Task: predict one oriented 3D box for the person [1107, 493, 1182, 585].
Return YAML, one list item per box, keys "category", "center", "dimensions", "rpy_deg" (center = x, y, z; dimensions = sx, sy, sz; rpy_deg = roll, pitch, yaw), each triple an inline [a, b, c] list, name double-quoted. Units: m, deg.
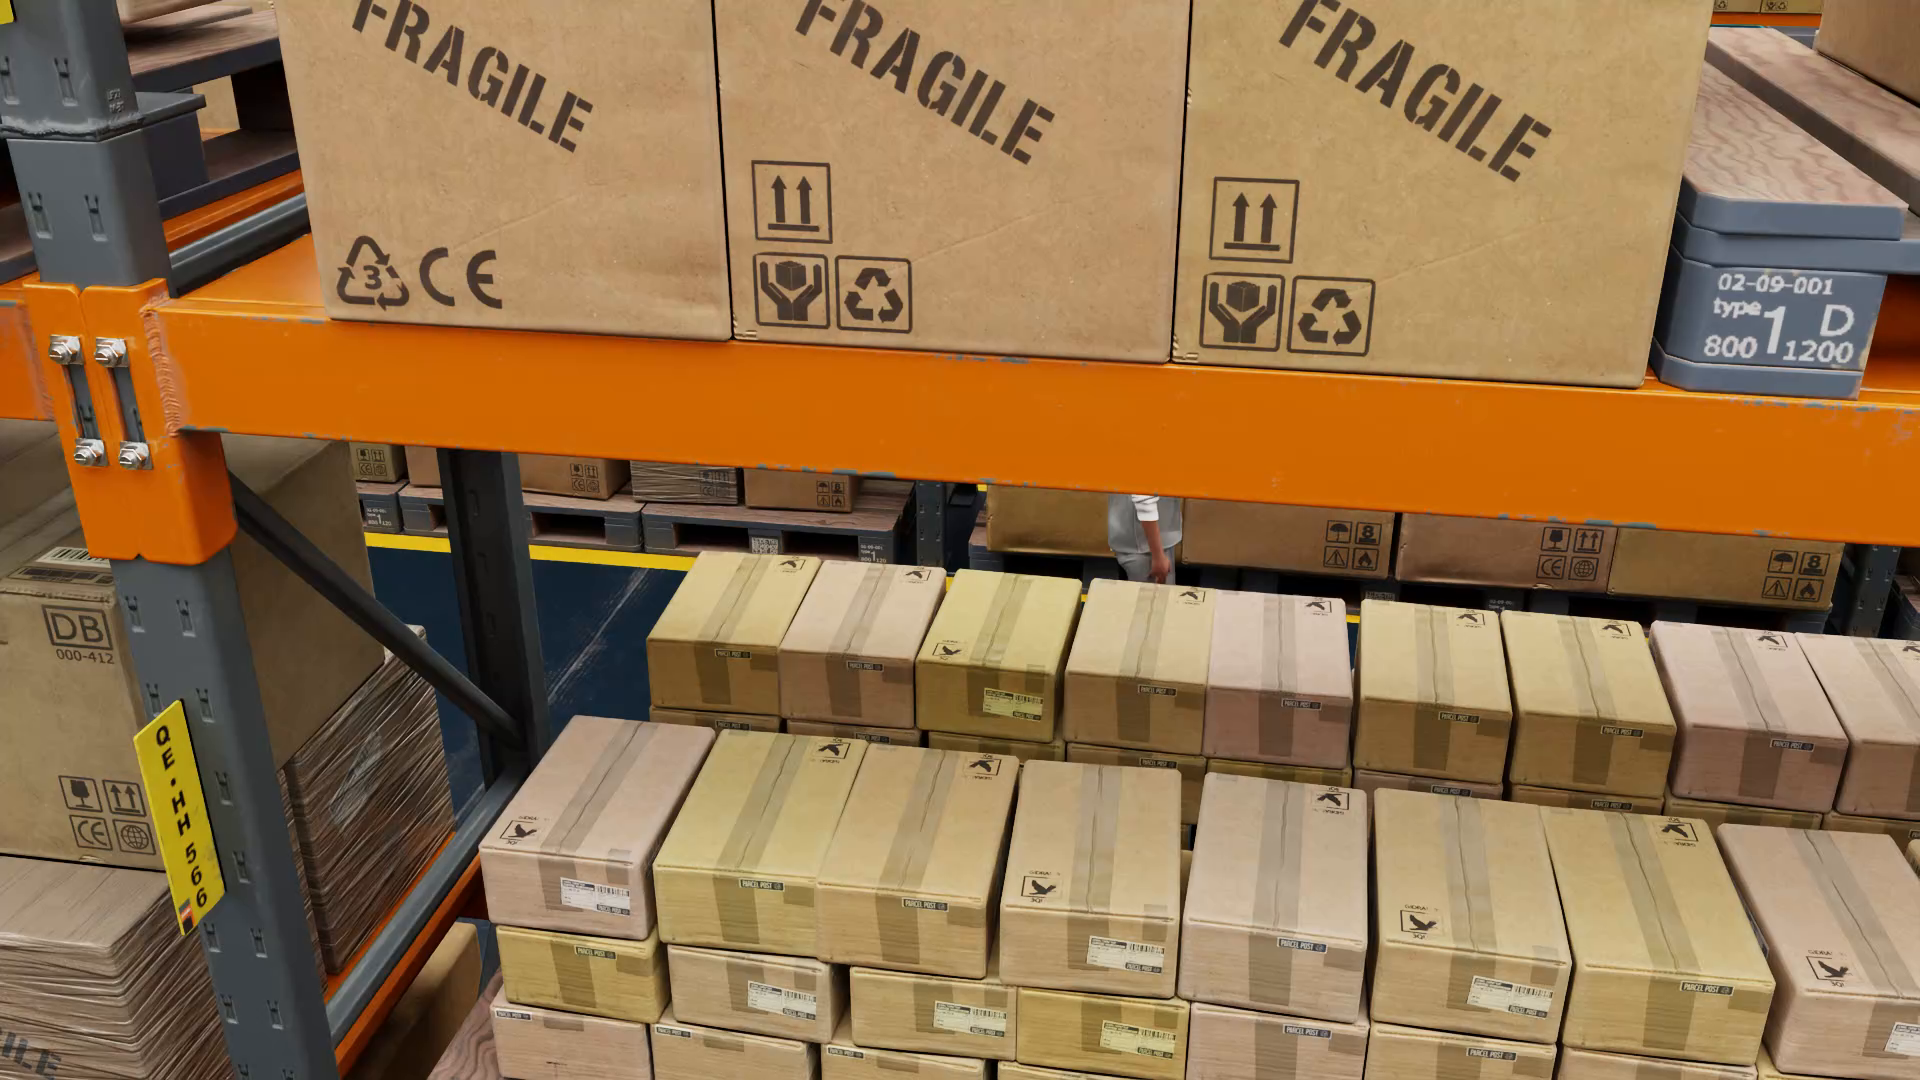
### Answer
- category: "person"
  center: [0.713, -0.005, 6.135]
  dimensions: [0.348, 1.590, 0.470]
  rpy_deg: [3, 25, 6]
